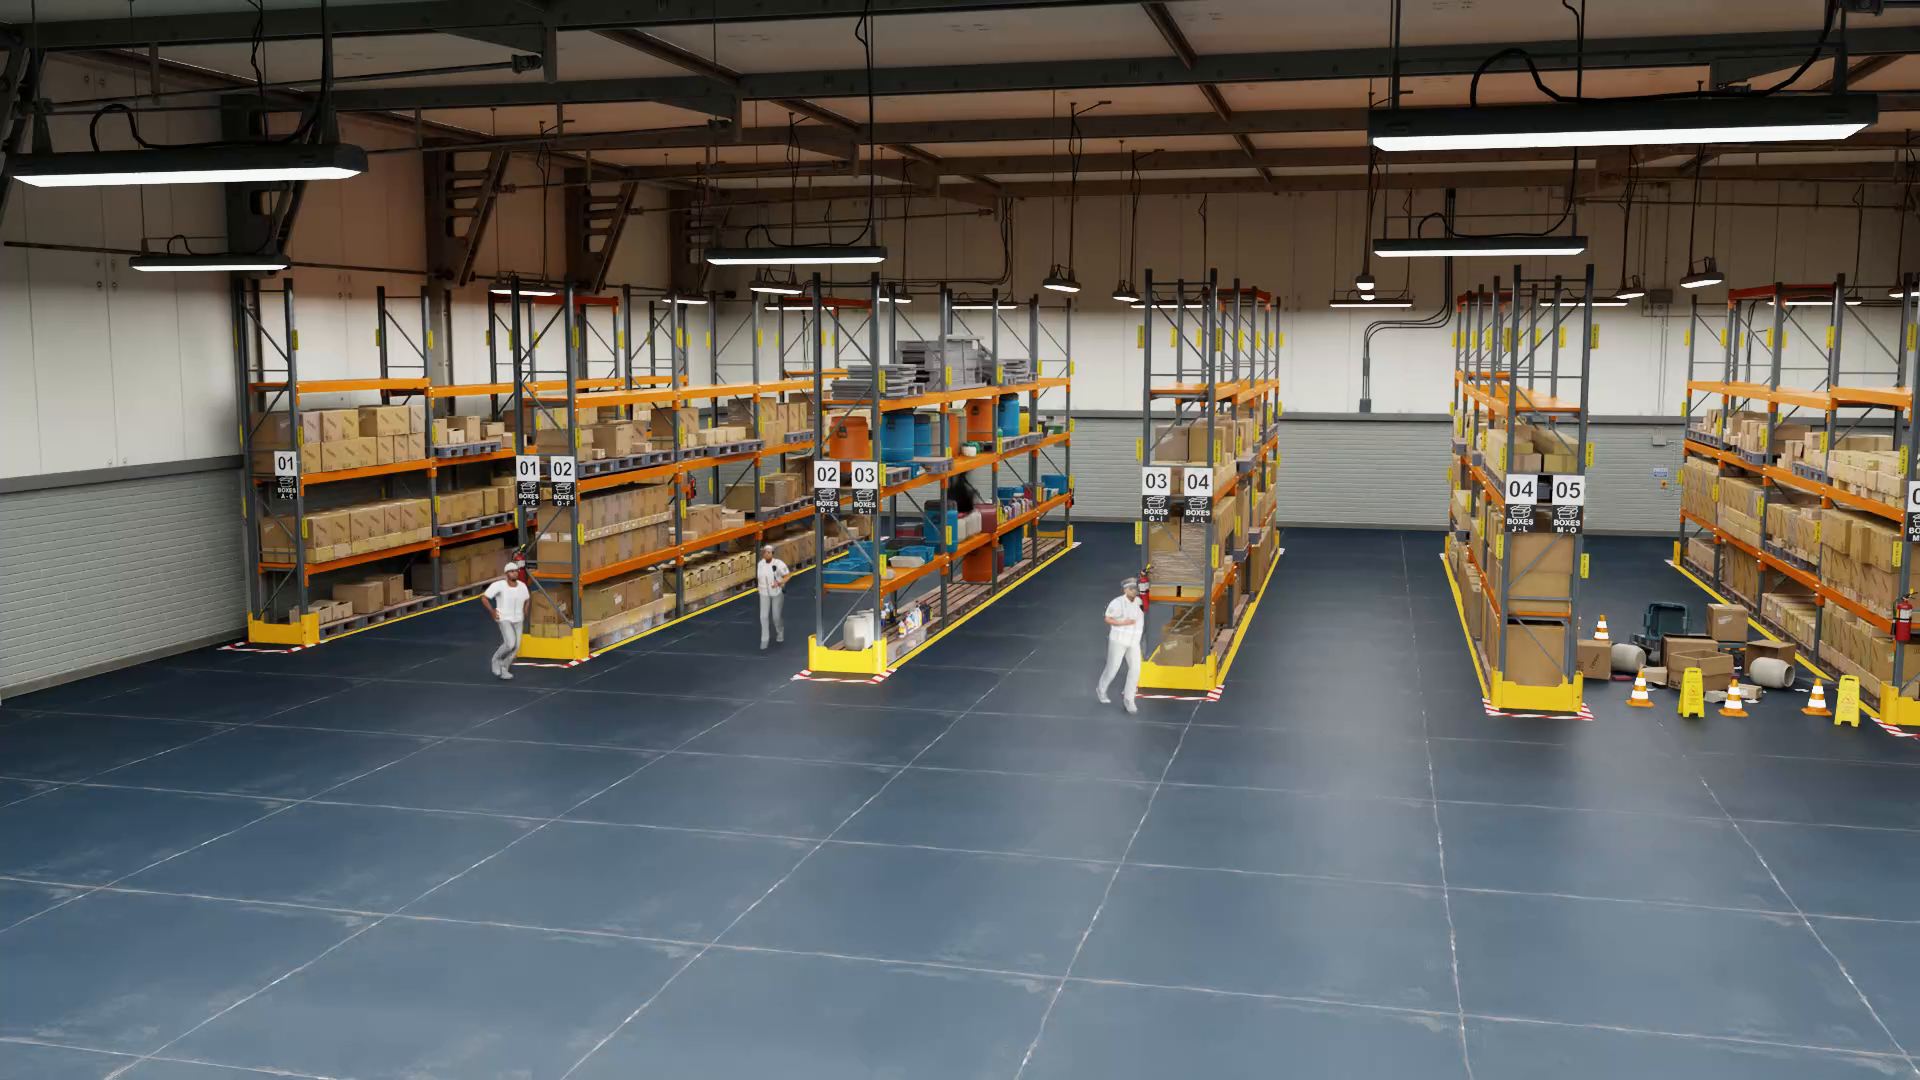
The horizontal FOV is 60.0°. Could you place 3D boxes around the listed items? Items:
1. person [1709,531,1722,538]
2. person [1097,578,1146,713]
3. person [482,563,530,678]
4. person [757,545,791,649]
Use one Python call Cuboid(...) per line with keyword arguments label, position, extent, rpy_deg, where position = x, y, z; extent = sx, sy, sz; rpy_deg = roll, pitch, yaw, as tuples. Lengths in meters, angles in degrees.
Cuboid(label="person", position=(17.384, -0.381, 38.112), extent=(0.581, 1.652, 0.803), rpy_deg=(-5, 8, -34))
Cuboid(label="person", position=(2.253, 1.413, 22.734), extent=(0.663, 1.845, 0.812), rpy_deg=(-3, 7, -23))
Cuboid(label="person", position=(-6.657, 1.192, 24.679), extent=(0.516, 1.718, 0.734), rpy_deg=(7, 10, 44))
Cuboid(label="person", position=(-3.054, 0.931, 27.313), extent=(0.612, 1.736, 0.721), rpy_deg=(1, 7, 11))
